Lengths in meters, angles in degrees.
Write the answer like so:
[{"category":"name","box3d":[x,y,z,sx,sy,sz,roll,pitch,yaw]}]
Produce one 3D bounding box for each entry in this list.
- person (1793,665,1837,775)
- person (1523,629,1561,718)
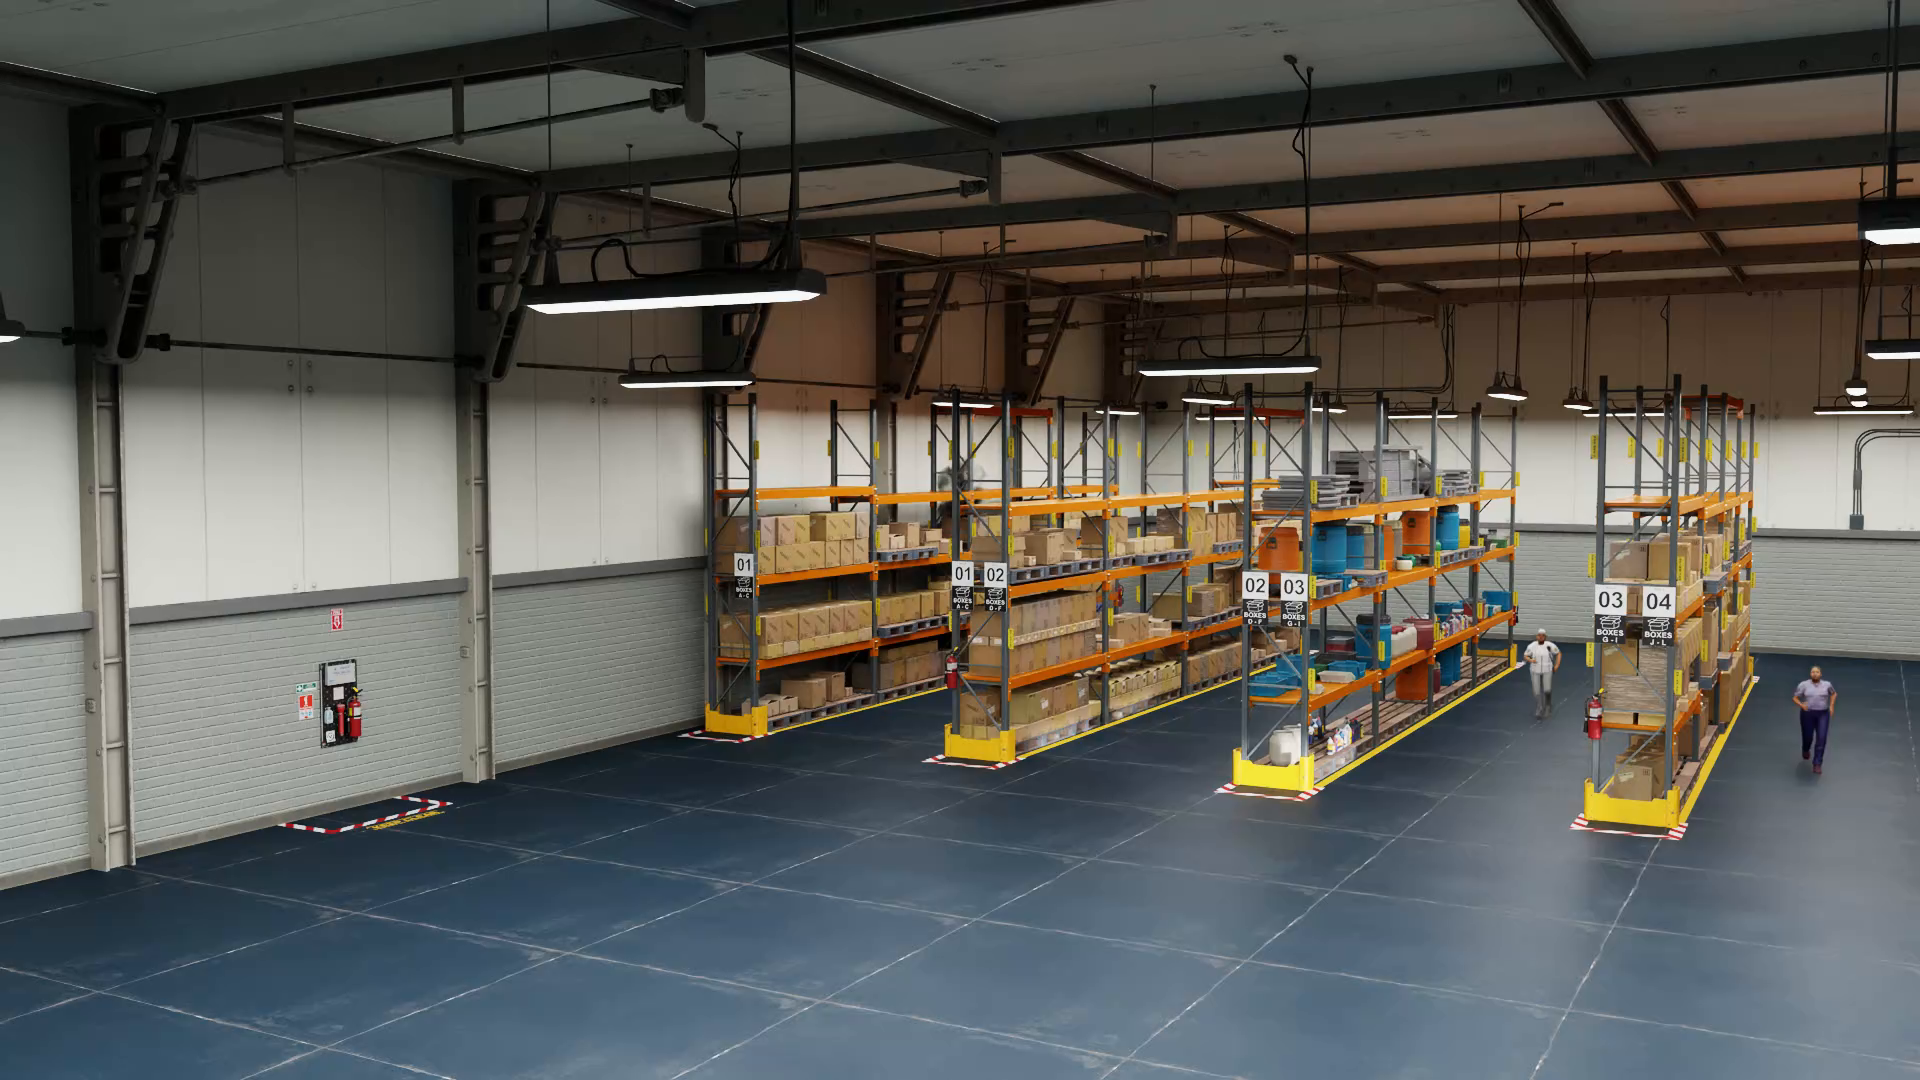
[{"category":"person","box3d":[13.399,2.800,26.067,0.619,1.628,0.899,1,3,23]},{"category":"person","box3d":[10.876,2.494,31.095,0.667,1.661,0.604,1,3,21]}]
